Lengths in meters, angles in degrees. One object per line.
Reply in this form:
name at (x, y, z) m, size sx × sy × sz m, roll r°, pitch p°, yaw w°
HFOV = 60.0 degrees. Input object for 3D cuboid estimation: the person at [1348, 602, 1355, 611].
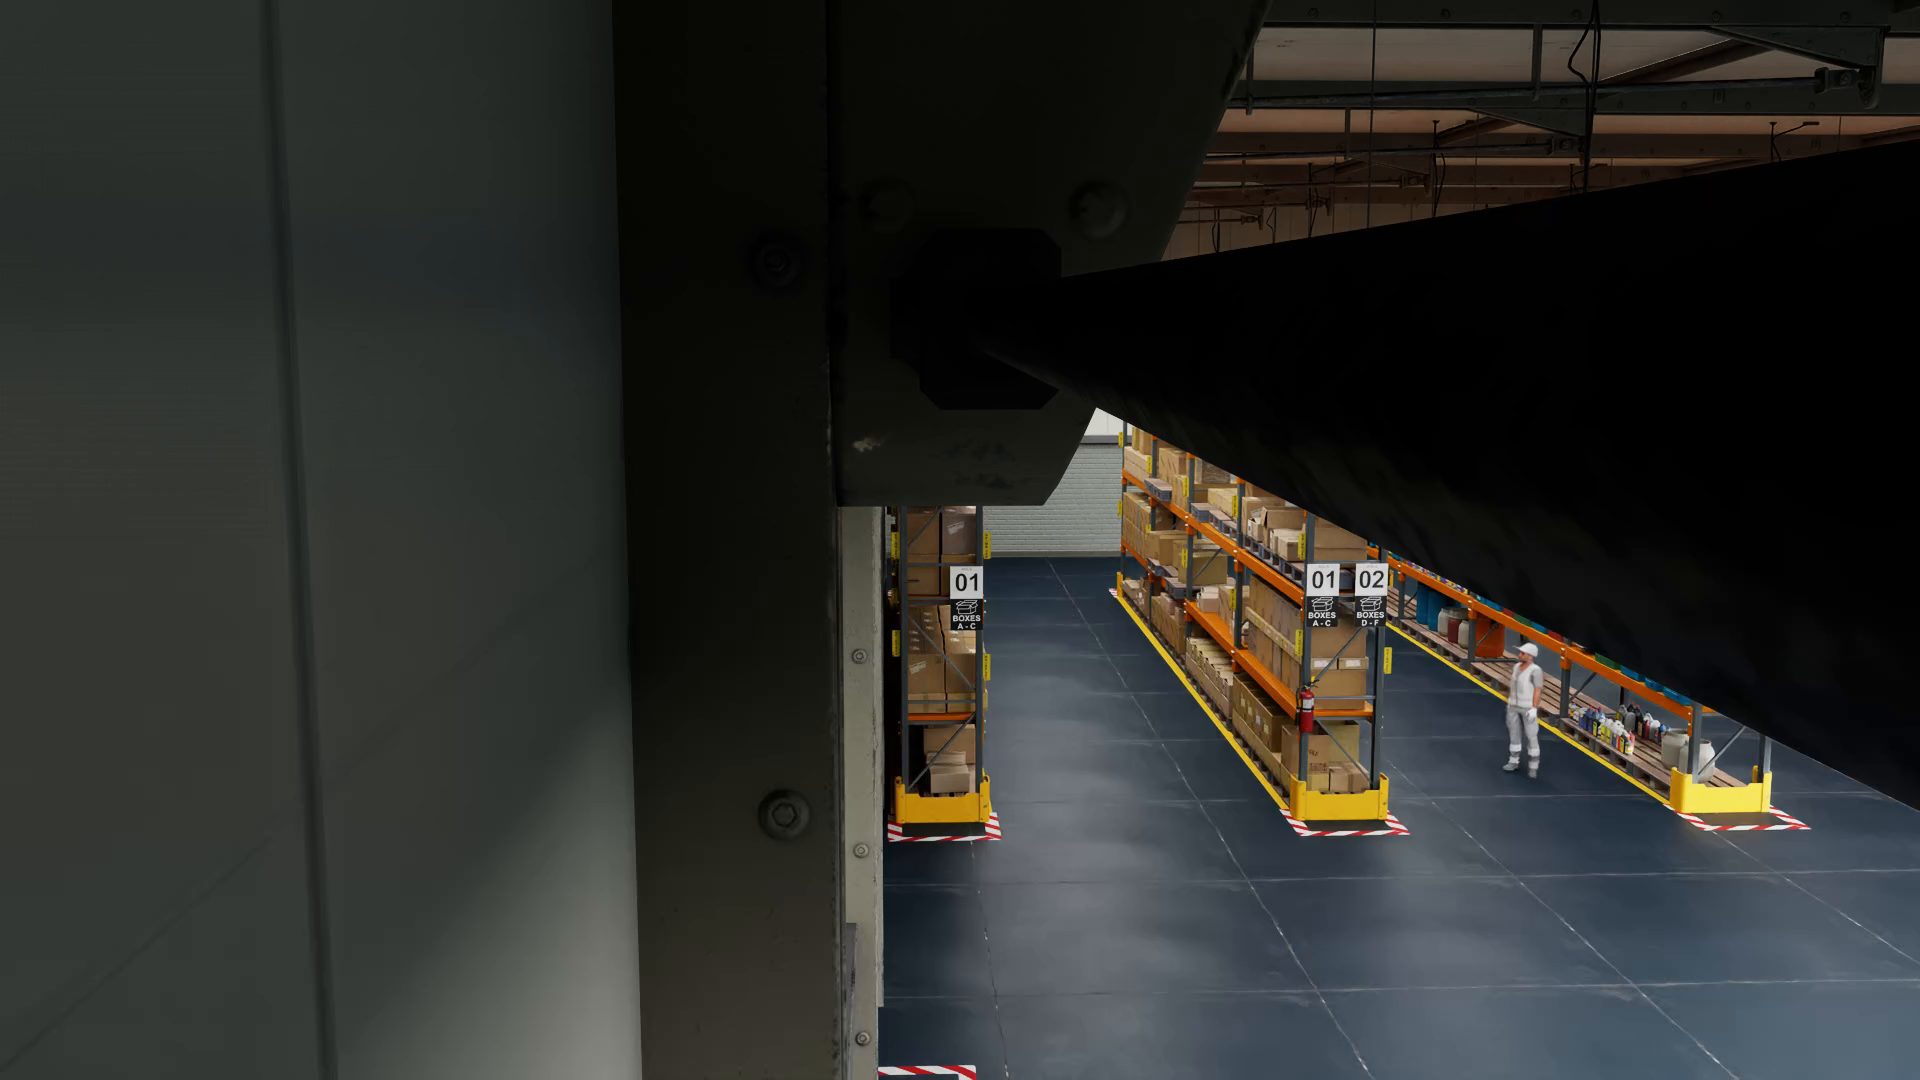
person at (7.575, 0.951, 32.407) m, size 0.580 × 1.678 × 0.499 m, roll -3°, pitch 8°, yaw -17°

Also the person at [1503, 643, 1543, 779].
person at (7.653, 2.296, 22.579) m, size 0.408 × 1.816 × 0.561 m, roll -7°, pitch 11°, yaw -42°
